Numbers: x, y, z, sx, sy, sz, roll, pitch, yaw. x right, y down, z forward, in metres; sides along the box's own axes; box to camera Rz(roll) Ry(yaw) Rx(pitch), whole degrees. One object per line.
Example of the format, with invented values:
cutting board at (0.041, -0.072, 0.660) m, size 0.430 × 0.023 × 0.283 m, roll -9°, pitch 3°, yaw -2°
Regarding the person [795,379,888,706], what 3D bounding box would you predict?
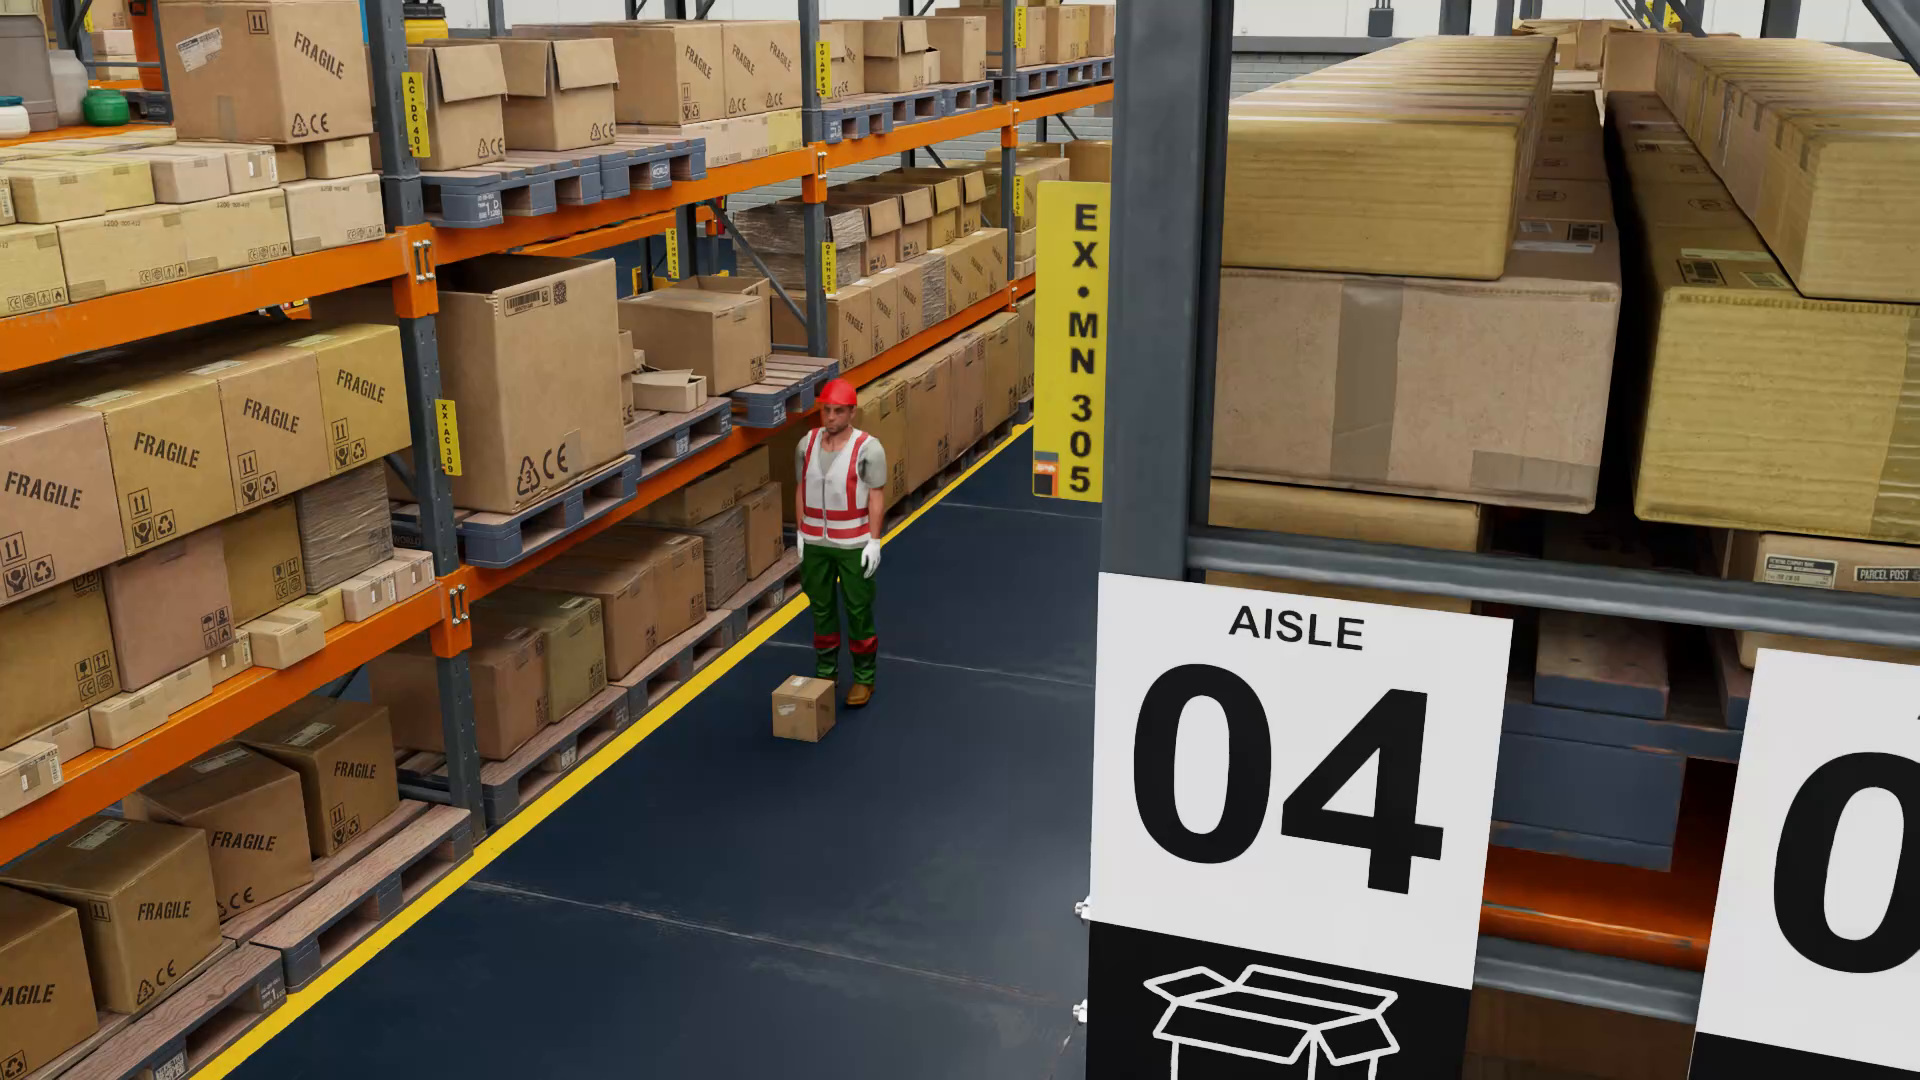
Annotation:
person at (-0.653, 0.015, 8.971) m, size 0.523 × 1.790 × 0.337 m, roll 7°, pitch 20°, yaw 19°
